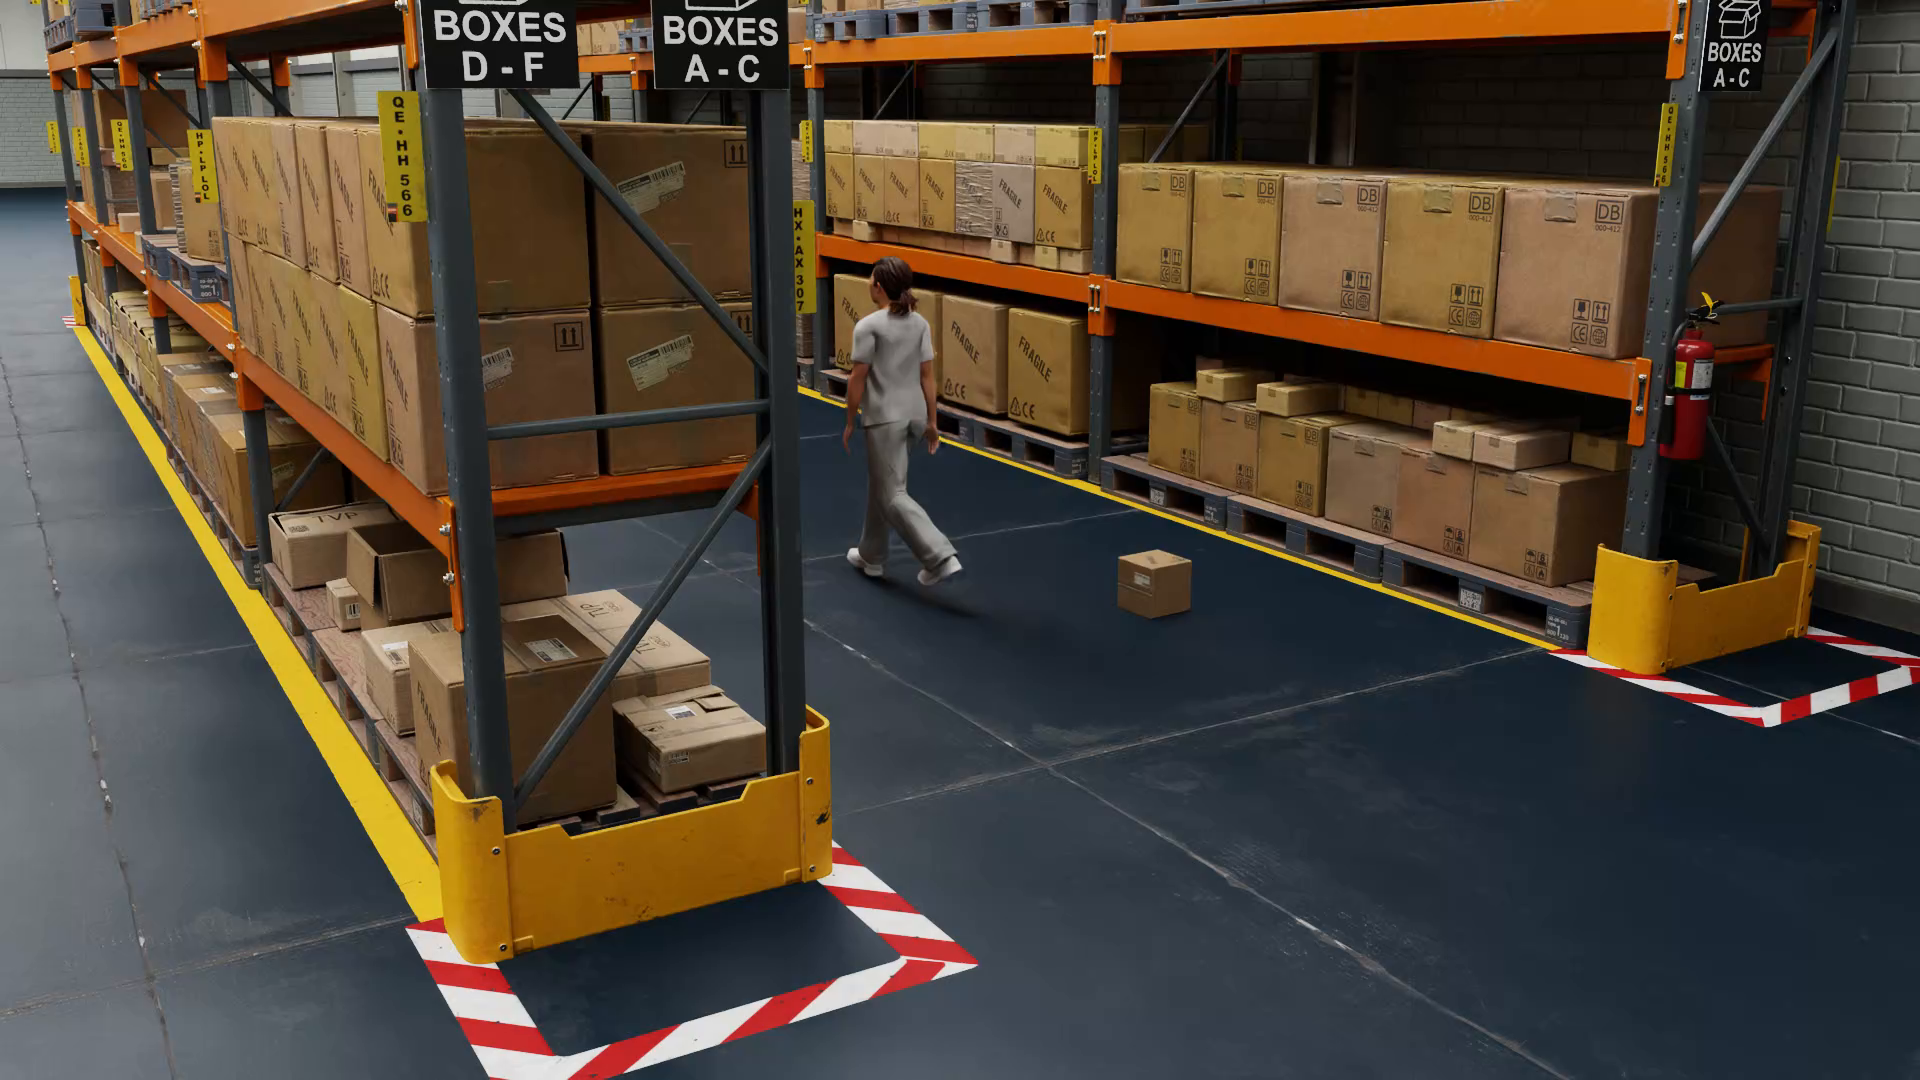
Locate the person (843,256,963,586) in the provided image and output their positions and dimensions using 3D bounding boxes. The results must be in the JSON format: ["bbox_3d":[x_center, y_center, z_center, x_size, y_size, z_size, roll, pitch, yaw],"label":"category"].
[{"bbox_3d":[-0.309,-0.558,8.128,0.455,1.628,0.983,-13,20,-40],"label":"person"}]
